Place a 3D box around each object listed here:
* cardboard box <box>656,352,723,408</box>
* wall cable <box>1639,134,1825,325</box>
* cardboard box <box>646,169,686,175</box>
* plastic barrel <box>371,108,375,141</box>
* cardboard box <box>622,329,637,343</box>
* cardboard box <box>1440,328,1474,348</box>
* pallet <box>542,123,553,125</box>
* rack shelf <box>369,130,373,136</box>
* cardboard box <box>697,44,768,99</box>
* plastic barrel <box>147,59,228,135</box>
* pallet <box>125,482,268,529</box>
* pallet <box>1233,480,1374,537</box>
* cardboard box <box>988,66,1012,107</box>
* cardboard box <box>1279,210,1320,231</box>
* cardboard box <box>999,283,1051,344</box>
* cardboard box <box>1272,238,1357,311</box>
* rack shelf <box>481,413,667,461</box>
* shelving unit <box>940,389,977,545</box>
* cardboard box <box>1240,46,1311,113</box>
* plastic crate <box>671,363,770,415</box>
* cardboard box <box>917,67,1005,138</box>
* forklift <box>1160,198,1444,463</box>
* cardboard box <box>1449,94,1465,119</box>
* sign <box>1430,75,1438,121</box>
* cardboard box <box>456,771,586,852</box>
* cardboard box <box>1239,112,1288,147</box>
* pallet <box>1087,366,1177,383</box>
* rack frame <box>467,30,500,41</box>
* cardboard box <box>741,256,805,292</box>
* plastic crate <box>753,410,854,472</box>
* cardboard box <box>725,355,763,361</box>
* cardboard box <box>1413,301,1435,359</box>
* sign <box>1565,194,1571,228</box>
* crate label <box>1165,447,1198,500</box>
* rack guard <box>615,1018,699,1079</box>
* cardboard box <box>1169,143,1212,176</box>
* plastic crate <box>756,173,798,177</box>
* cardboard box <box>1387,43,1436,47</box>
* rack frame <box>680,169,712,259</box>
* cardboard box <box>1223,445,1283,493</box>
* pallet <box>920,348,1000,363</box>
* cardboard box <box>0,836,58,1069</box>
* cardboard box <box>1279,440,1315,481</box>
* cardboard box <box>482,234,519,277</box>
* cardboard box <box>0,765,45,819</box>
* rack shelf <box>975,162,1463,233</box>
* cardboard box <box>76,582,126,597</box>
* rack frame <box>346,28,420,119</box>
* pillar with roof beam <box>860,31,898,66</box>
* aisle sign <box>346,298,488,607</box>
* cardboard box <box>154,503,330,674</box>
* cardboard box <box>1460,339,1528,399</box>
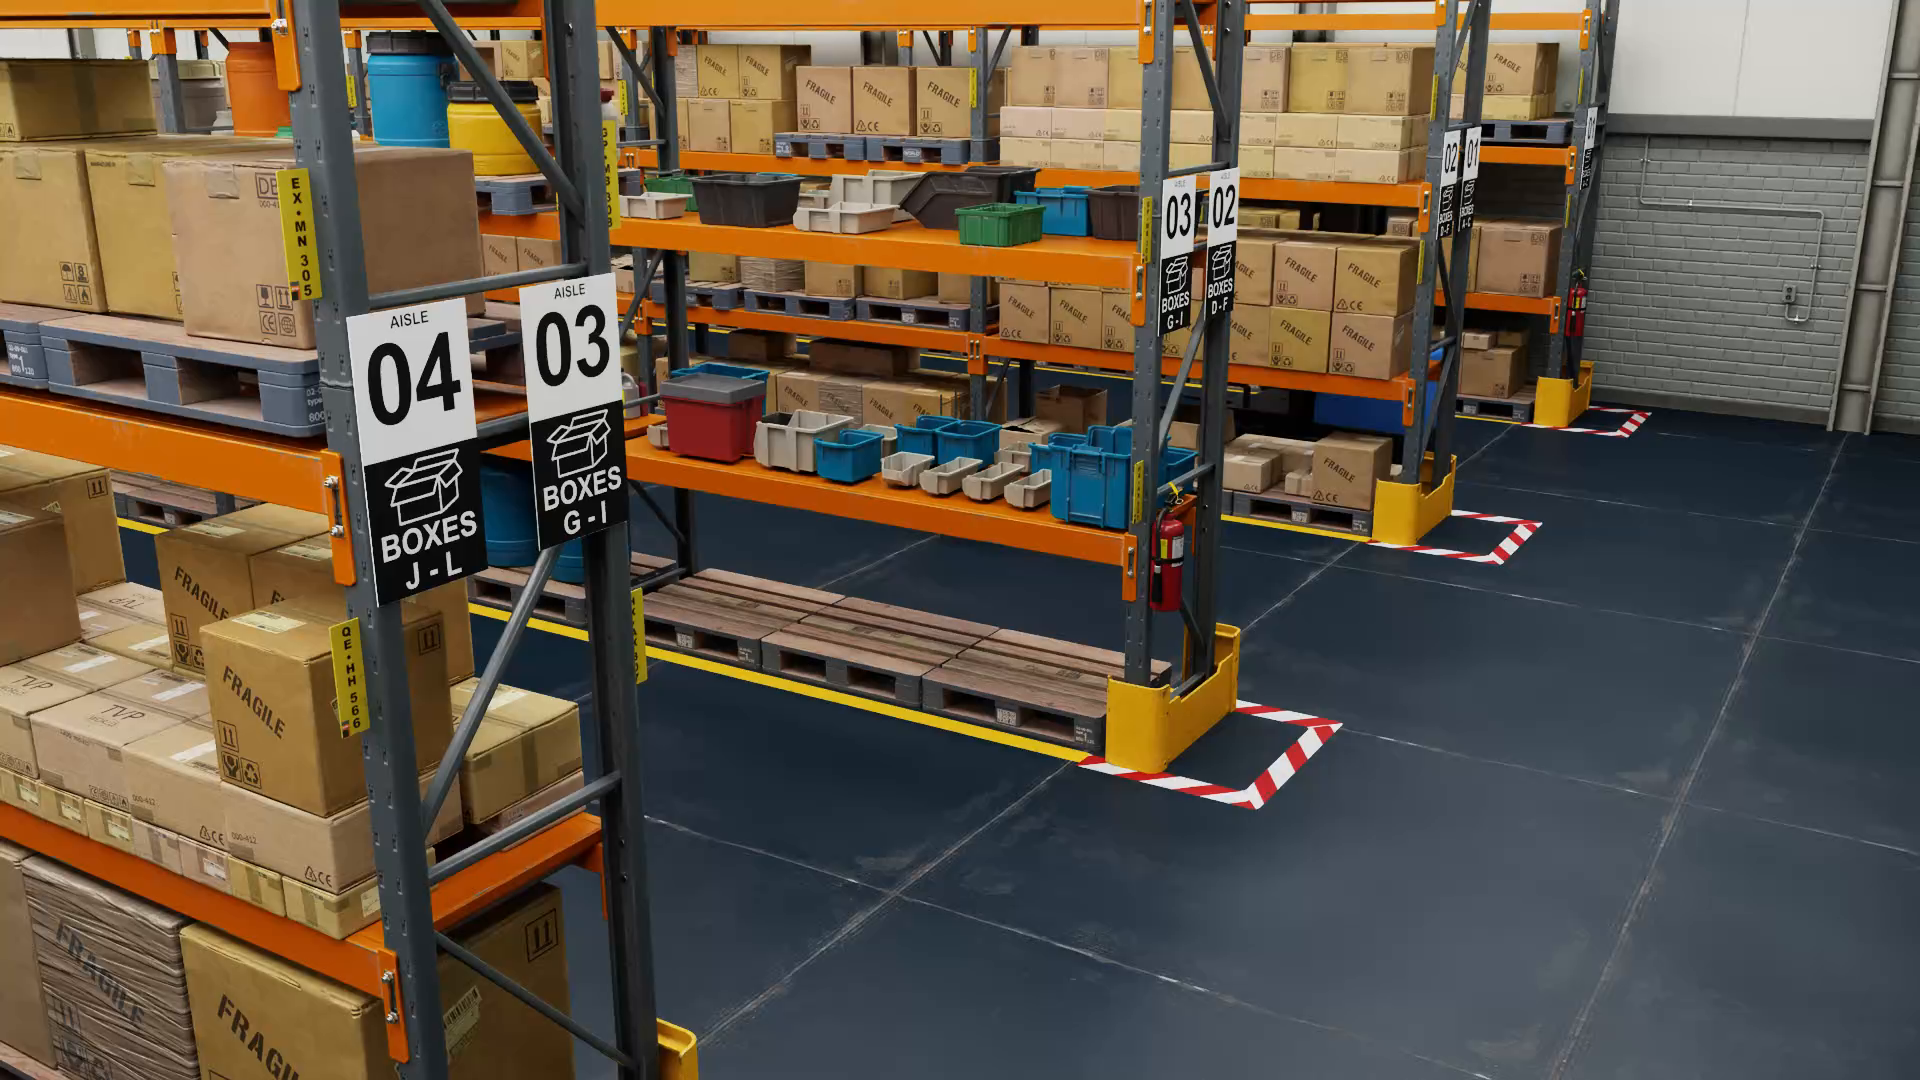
[{"bbox_3d":[-2.769,-1.629,17.128,0.500,0.500,0.500,11,20,32],"label":"cardboard box"},{"bbox_3d":[7.985,-3.291,17.307,1.851,1.984,0.084,10,20,30],"label":"wall cable"},{"bbox_3d":[-4.118,-5.011,23.649,0.500,0.500,0.500,10,19,29],"label":"cardboard box"},{"bbox_3d":[-4.013,-2.998,11.971,0.433,0.535,0.433,0,17,0],"label":"plastic barrel"},{"bbox_3d":[-3.752,-2.139,18.305,0.500,0.311,0.500,10,19,29],"label":"cardboard box"},{"bbox_3d":[5.327,-2.176,17.845,0.250,0.149,0.380,11,20,32],"label":"cardboard box"},{"bbox_3d":[-4.587,-4.350,17.706,1.213,0.211,1.003,11,20,33],"label":"pallet"},{"bbox_3d":[-8.120,-4.759,19.963,4.000,0.370,1.077,10,20,30],"label":"rack shelf"},{"bbox_3d":[-2.204,-4.571,16.215,0.500,0.500,0.500,10,20,30],"label":"cardboard box"},{"bbox_3d":[-6.189,-3.383,13.332,0.600,0.901,0.600,0,17,0],"label":"plastic barrel"},{"bbox_3d":[-6.242,-0.322,14.078,1.213,0.211,1.003,10,20,30],"label":"pallet"},{"bbox_3d":[3.065,-0.336,14.126,1.213,0.211,1.003,10,20,30],"label":"pallet"},{"bbox_3d":[0.504,-5.549,20.398,0.500,0.500,0.700,9,19,27],"label":"cardboard box"},{"bbox_3d":[4.063,-3.319,18.629,0.700,0.700,0.980,10,19,29],"label":"cardboard box"},{"bbox_3d":[0.693,-2.049,14.795,0.500,0.500,0.500,11,20,31],"label":"cardboard box"},{"bbox_3d":[2.856,-2.141,13.375,0.500,0.500,0.500,11,20,32],"label":"cardboard box"},{"bbox_3d":[-3.898,-0.880,12.356,4.000,0.370,1.077,10,20,30],"label":"rack shelf"},{"bbox_3d":[-0.012,-0.576,13.214,0.189,1.200,0.258,10,20,30],"label":"shelving unit"},{"bbox_3d":[2.500,-3.720,13.414,0.500,0.500,0.700,10,20,30],"label":"cardboard box"},{"bbox_3d":[-1.618,-0.955,11.288,0.575,0.384,0.392,10,20,30],"label":"plastic crate"},{"bbox_3d":[0.011,-3.973,15.073,0.600,0.600,0.600,8,19,25],"label":"cardboard box"},{"bbox_3d":[3.331,-2.440,16.370,3.031,2.935,1.130,11,20,33],"label":"forklift"},{"bbox_3d":[5.192,-4.502,17.245,0.500,0.250,0.500,9,19,28],"label":"cardboard box"},{"bbox_3d":[3.502,-3.263,12.277,0.005,0.325,0.100,10,20,30],"label":"sign"},{"bbox_3d":[-1.508,0.899,5.692,0.250,0.149,0.380,10,20,31],"label":"cardboard box"},{"bbox_3d":[2.388,-3.309,13.350,0.500,0.250,0.500,10,20,30],"label":"cardboard box"},{"bbox_3d":[2.294,-2.138,20.058,1.213,0.211,1.003,10,20,30],"label":"pallet"},{"bbox_3d":[-7.235,-8.070,24.465,0.127,3.000,1.000,10,20,30],"label":"rack frame"},{"bbox_3d":[-1.732,-2.749,16.377,0.500,0.500,0.700,15,22,40],"label":"cardboard box"},{"bbox_3d":[-0.989,-0.614,10.344,0.530,0.282,0.437,10,20,30],"label":"plastic crate"},{"bbox_3d":[-2.087,-1.685,17.312,0.500,0.500,0.500,11,20,32],"label":"cardboard box"},{"bbox_3d":[3.570,-1.719,13.707,0.500,0.500,0.500,11,20,31],"label":"cardboard box"},{"bbox_3d":[6.103,-3.301,16.686,0.005,0.325,0.100,10,20,30],"label":"sign"},{"bbox_3d":[1.176,-0.380,9.655,0.303,0.233,0.416,10,20,30],"label":"crate label"},{"bbox_3d":[-1.357,2.114,5.560,0.348,0.500,1.175,10,20,30],"label":"rack guard"},{"bbox_3d":[1.963,-3.146,13.675,0.500,0.250,0.500,10,20,30],"label":"cardboard box"},{"bbox_3d":[-1.251,-2.216,10.643,0.300,0.233,0.416,10,20,30],"label":"plastic crate"},{"bbox_3d":[4.763,-4.936,17.384,0.500,0.500,0.500,9,19,28],"label":"cardboard box"},{"bbox_3d":[-3.826,-4.591,23.334,0.127,3.000,1.000,10,20,30],"label":"rack frame"},{"bbox_3d":[2.424,-0.607,14.191,0.500,0.250,0.500,10,20,30],"label":"cardboard box"},{"bbox_3d":[0.215,-2.510,21.280,1.213,0.211,1.003,10,20,30],"label":"pallet"},{"bbox_3d":[-3.499,1.379,6.613,0.875,0.875,0.875,10,20,30],"label":"cardboard box"},{"bbox_3d":[3.069,-0.662,14.374,0.500,0.250,0.500,10,20,30],"label":"cardboard box"},{"bbox_3d":[-4.894,-3.134,18.366,0.500,0.500,0.500,10,20,30],"label":"cardboard box"},{"bbox_3d":[-3.156,0.830,5.921,0.250,0.149,0.380,11,20,31],"label":"cardboard box"},{"bbox_3d":[2.106,-2.933,13.954,4.000,0.370,1.077,10,20,30],"label":"rack shelf"},{"bbox_3d":[-3.830,0.316,6.926,0.500,0.250,0.500,11,20,32],"label":"cardboard box"},{"bbox_3d":[-6.416,-6.234,18.421,0.127,3.000,1.000,10,20,30],"label":"rack frame"},{"bbox_3d":[-3.326,-6.199,18.305,0.400,9.000,9.100,10,20,30],"label":"pillar with roof beam"},{"bbox_3d":[-1.473,-0.244,4.550,0.004,0.787,0.394,10,20,30],"label":"aisle sign"},{"bbox_3d":[-2.516,0.192,6.044,0.500,0.500,0.500,10,19,29],"label":"cardboard box"},{"bbox_3d":[5.750,-1.852,17.896,0.500,0.500,0.700,10,20,30],"label":"cardboard box"}]
